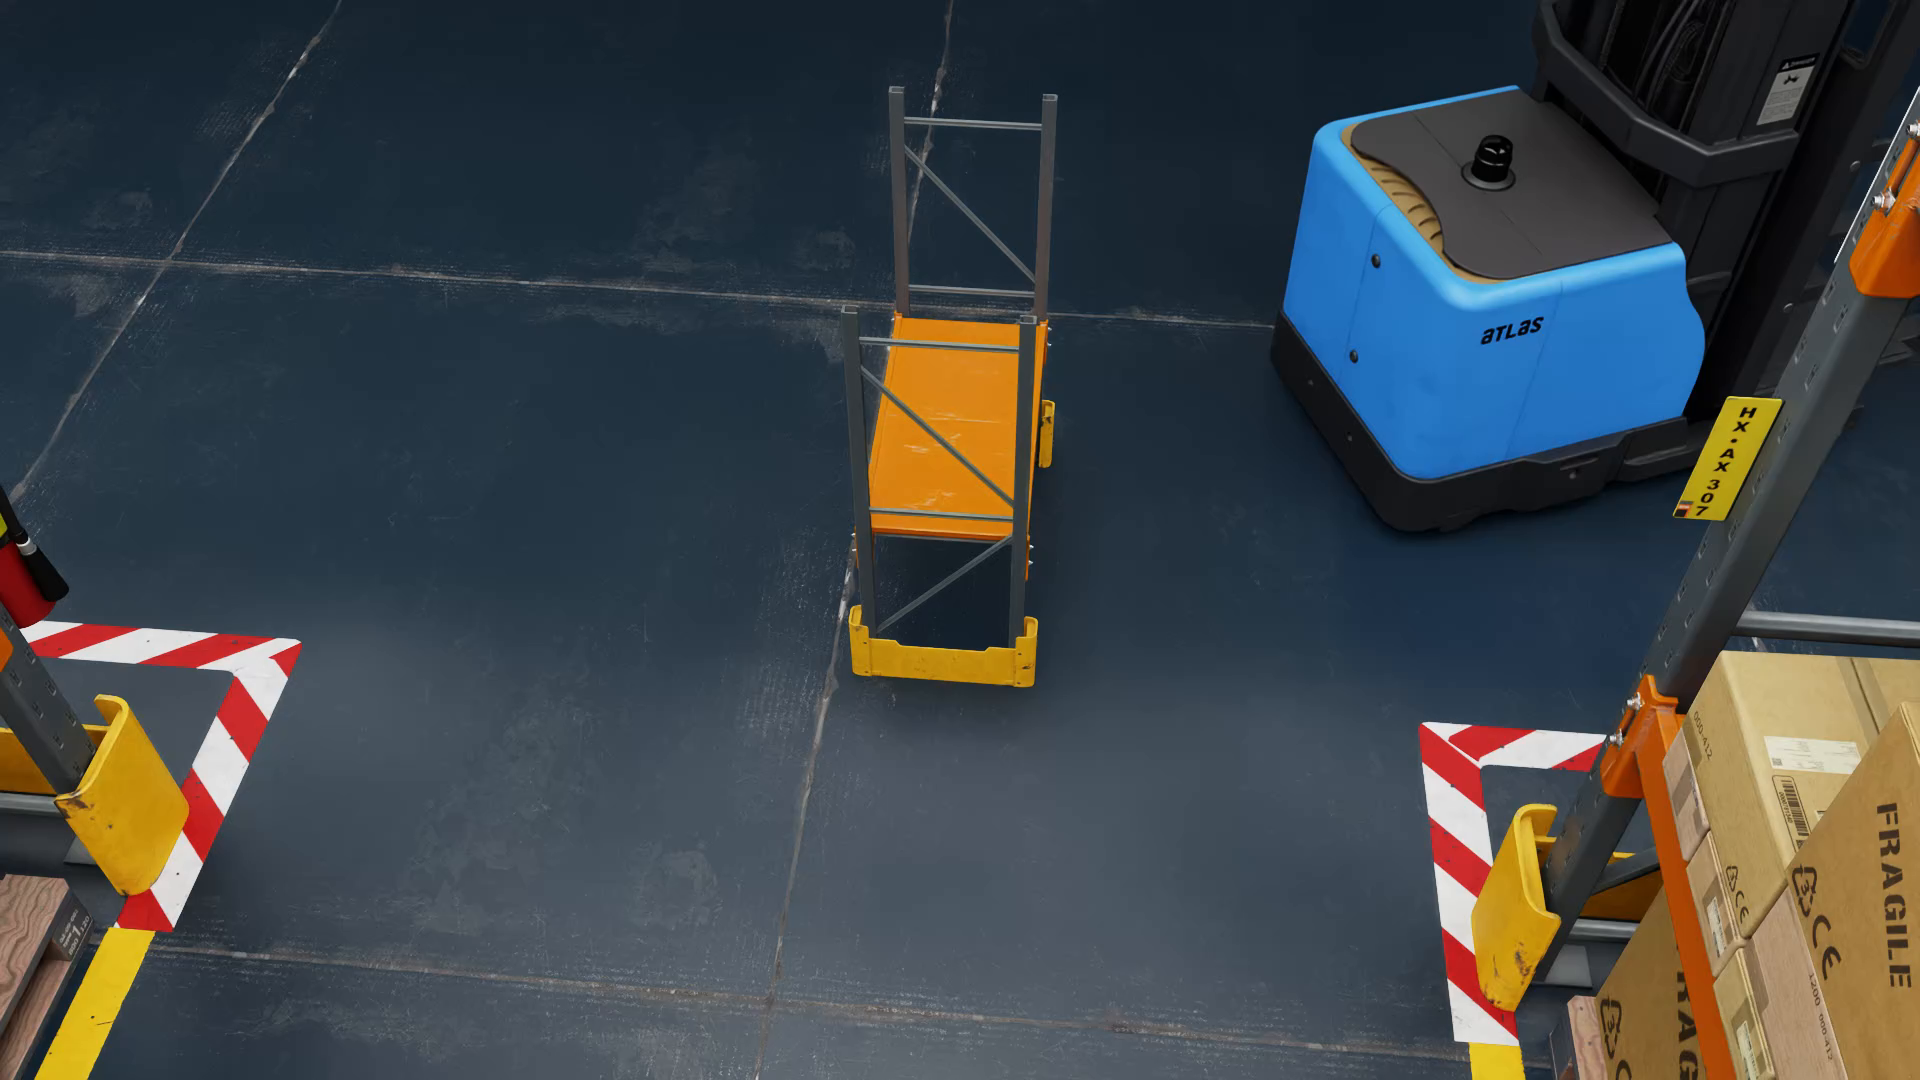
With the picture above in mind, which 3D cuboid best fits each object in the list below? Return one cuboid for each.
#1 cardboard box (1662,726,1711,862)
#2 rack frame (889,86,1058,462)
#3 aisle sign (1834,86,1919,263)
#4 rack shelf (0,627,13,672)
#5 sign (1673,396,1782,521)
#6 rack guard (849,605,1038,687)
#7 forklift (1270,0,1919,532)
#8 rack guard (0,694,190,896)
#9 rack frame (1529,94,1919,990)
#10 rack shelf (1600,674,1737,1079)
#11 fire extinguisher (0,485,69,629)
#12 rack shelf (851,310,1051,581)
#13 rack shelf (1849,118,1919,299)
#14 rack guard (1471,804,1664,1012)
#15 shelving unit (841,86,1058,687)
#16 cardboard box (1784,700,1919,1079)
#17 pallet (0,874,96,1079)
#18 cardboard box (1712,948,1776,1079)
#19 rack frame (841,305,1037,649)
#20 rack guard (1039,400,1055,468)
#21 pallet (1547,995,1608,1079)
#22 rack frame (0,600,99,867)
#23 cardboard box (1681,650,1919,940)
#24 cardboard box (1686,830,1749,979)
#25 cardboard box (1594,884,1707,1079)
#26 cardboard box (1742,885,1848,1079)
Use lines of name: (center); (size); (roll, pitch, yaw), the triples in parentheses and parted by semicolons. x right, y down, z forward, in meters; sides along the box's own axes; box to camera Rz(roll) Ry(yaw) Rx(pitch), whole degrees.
cardboard box: (1.672, 0.530, 3.402); (0.380, 0.149, 0.250); (4, 48, 4)
rack frame: (0.039, -0.817, 5.481); (0.500, 1.500, 0.032); (4, 48, 4)
aisle sign: (1.741, -0.743, 2.635); (0.394, 0.787, 0.004); (4, 48, 4)
rack shelf: (-3.081, 1.586, 2.754); (1.077, 0.370, 4.000); (4, 48, 4)
sign: (1.481, -0.154, 3.217); (0.100, 0.325, 0.005); (4, 48, 4)
rack guard: (-0.052, 0.338, 5.272); (0.587, 0.250, 0.087); (4, 48, 4)
forklift: (2.747, -1.669, 5.291); (3.031, 2.935, 1.130); (-14, 49, -12)
rack guard: (-2.910, 0.699, 4.772); (1.175, 0.500, 0.348); (4, 48, 4)
rack frame: (2.033, 0.207, 3.528); (1.000, 3.000, 0.127); (4, 48, 4)
rack shelf: (1.851, 1.919, 2.449); (1.077, 0.370, 4.000); (4, 48, 4)
fire extinguisher: (-2.433, -0.054, 4.072); (0.296, 0.674, 0.183); (4, 48, 4)
rack shelf: (-0.008, -0.322, 5.272); (0.538, 0.185, 1.000); (4, 48, 4)
rack shelf: (1.851, 0.907, 1.342); (1.077, 0.370, 4.000); (4, 48, 4)
rack guard: (2.036, 1.033, 4.466); (1.175, 0.500, 0.348); (4, 48, 4)
shelving unit: (-0.007, -0.450, 5.145); (0.587, 1.500, 1.083); (4, 48, 4)
cardboard box: (1.675, 0.606, 2.555); (0.500, 0.500, 0.500); (3, 48, 3)
pallet: (-3.013, 1.418, 4.310); (1.003, 0.211, 1.213); (4, 48, 4)
cardboard box: (1.628, 0.907, 3.058); (0.380, 0.149, 0.250); (3, 48, 3)
rack frame: (-0.054, -0.070, 4.798); (0.500, 1.500, 0.032); (4, 48, 4)
rack guard: (0.038, -0.394, 5.941); (0.587, 0.250, 0.087); (4, 48, 4)
pallet: (2.038, 1.741, 4.015); (1.003, 0.211, 1.213); (4, 48, 4)
rack frame: (-2.899, -0.126, 3.833); (1.000, 3.000, 0.127); (4, 48, 4)
cardboard box: (1.721, 0.492, 3.167); (0.500, 0.250, 0.500); (3, 48, 2)
cardboard box: (1.651, 0.719, 3.230); (0.380, 0.149, 0.250); (3, 48, 3)
cardboard box: (2.055, 1.258, 3.722); (0.875, 0.875, 0.875); (4, 48, 4)
cardboard box: (1.680, 0.874, 2.818); (0.500, 0.250, 0.500); (3, 48, 3)
